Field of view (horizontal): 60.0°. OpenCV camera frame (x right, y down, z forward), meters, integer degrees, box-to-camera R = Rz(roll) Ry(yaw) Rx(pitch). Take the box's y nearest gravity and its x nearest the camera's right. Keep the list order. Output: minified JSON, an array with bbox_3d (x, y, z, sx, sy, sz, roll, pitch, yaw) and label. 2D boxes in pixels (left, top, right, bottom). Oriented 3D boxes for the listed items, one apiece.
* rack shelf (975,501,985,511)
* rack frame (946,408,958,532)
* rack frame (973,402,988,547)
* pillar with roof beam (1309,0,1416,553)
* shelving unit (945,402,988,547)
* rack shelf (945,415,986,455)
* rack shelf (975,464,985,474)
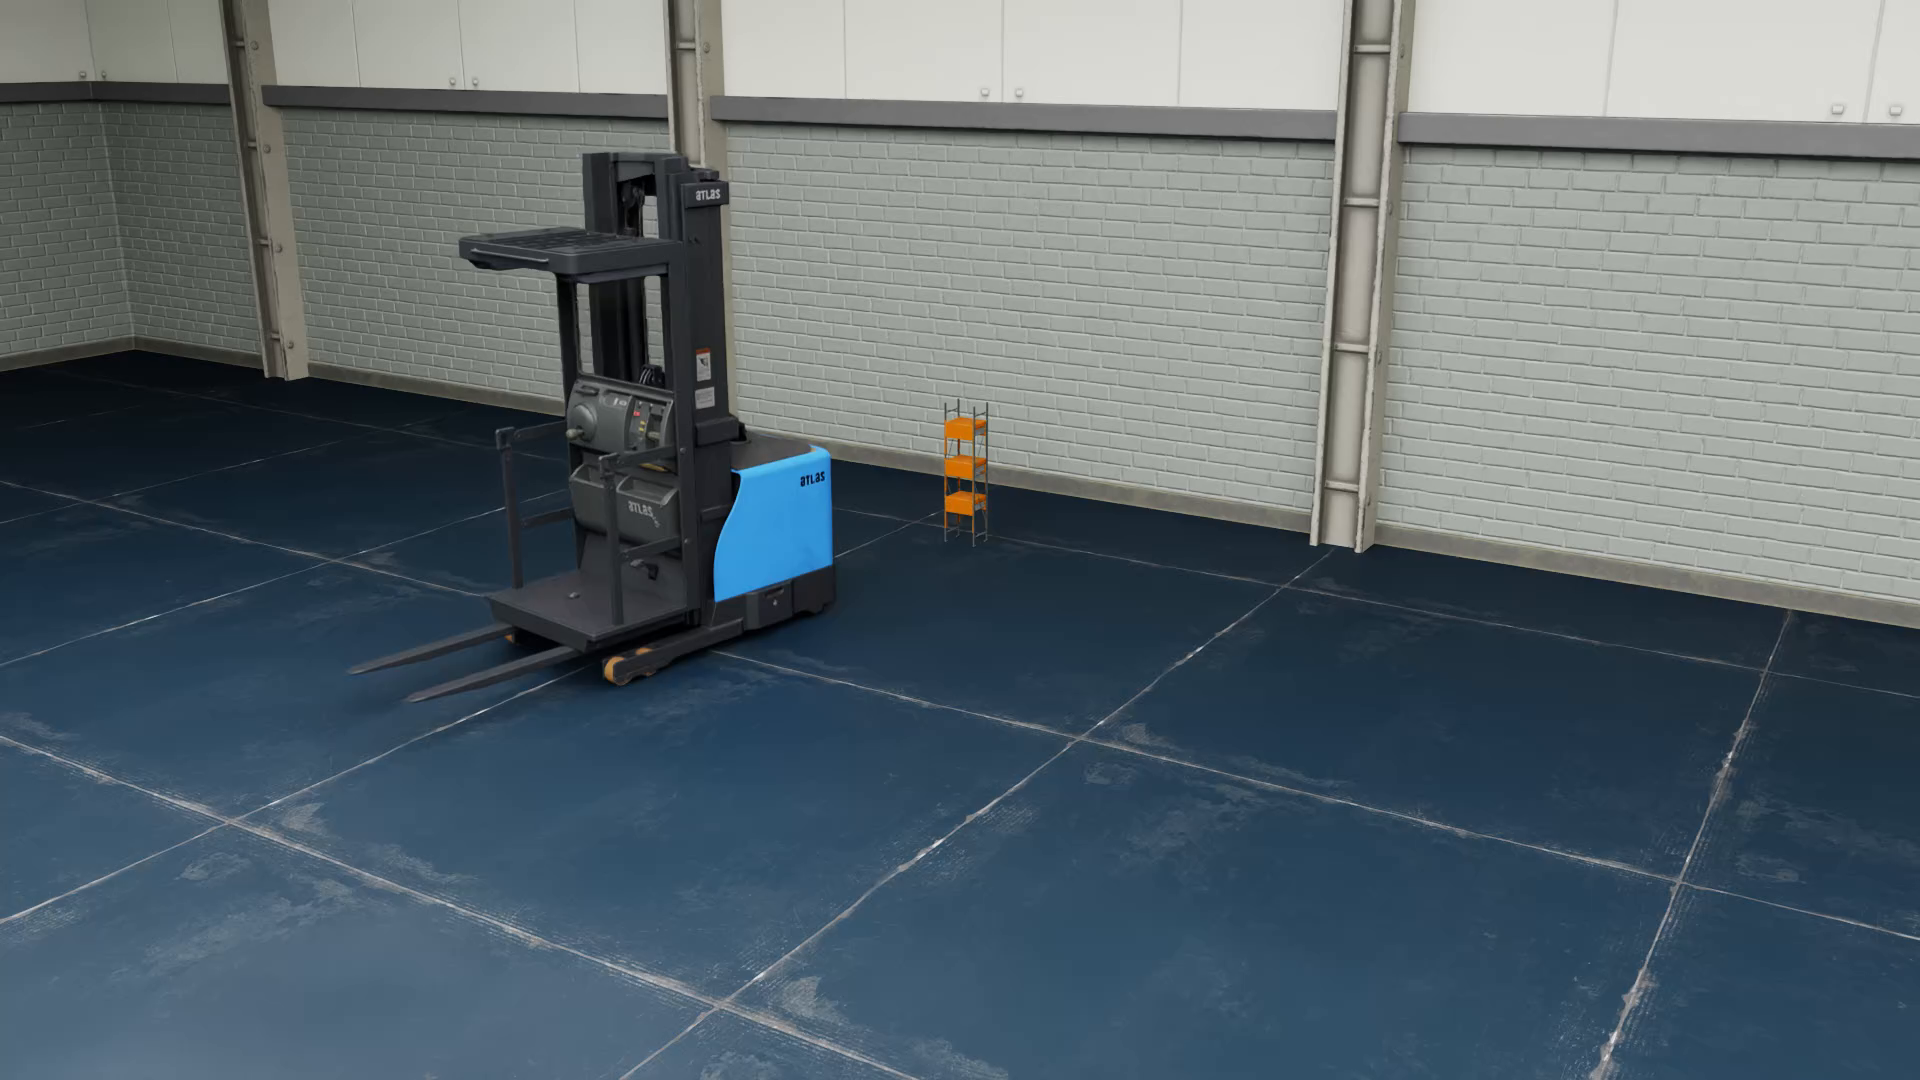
[{"bbox_3d":[0.046,-0.266,12.271,0.221,0.050,0.166,10,20,30],"label":"rack shelf"},{"bbox_3d":[-0.059,-0.513,12.262,0.003,0.915,0.190,10,20,30],"label":"rack frame"},{"bbox_3d":[0.150,-0.476,12.141,0.008,1.050,0.200,10,20,30],"label":"rack frame"},{"bbox_3d":[0.574,-3.214,7.479,0.400,9.000,9.100,10,20,30],"label":"pillar with roof beam"},{"bbox_3d":[0.047,-0.494,12.201,0.249,1.050,0.215,10,20,30],"label":"shelving unit"},{"bbox_3d":[0.046,-0.756,12.122,0.240,0.259,0.215,10,20,30],"label":"rack shelf"},{"bbox_3d":[0.046,-0.532,12.190,0.221,0.050,0.166,10,20,30],"label":"rack shelf"}]
